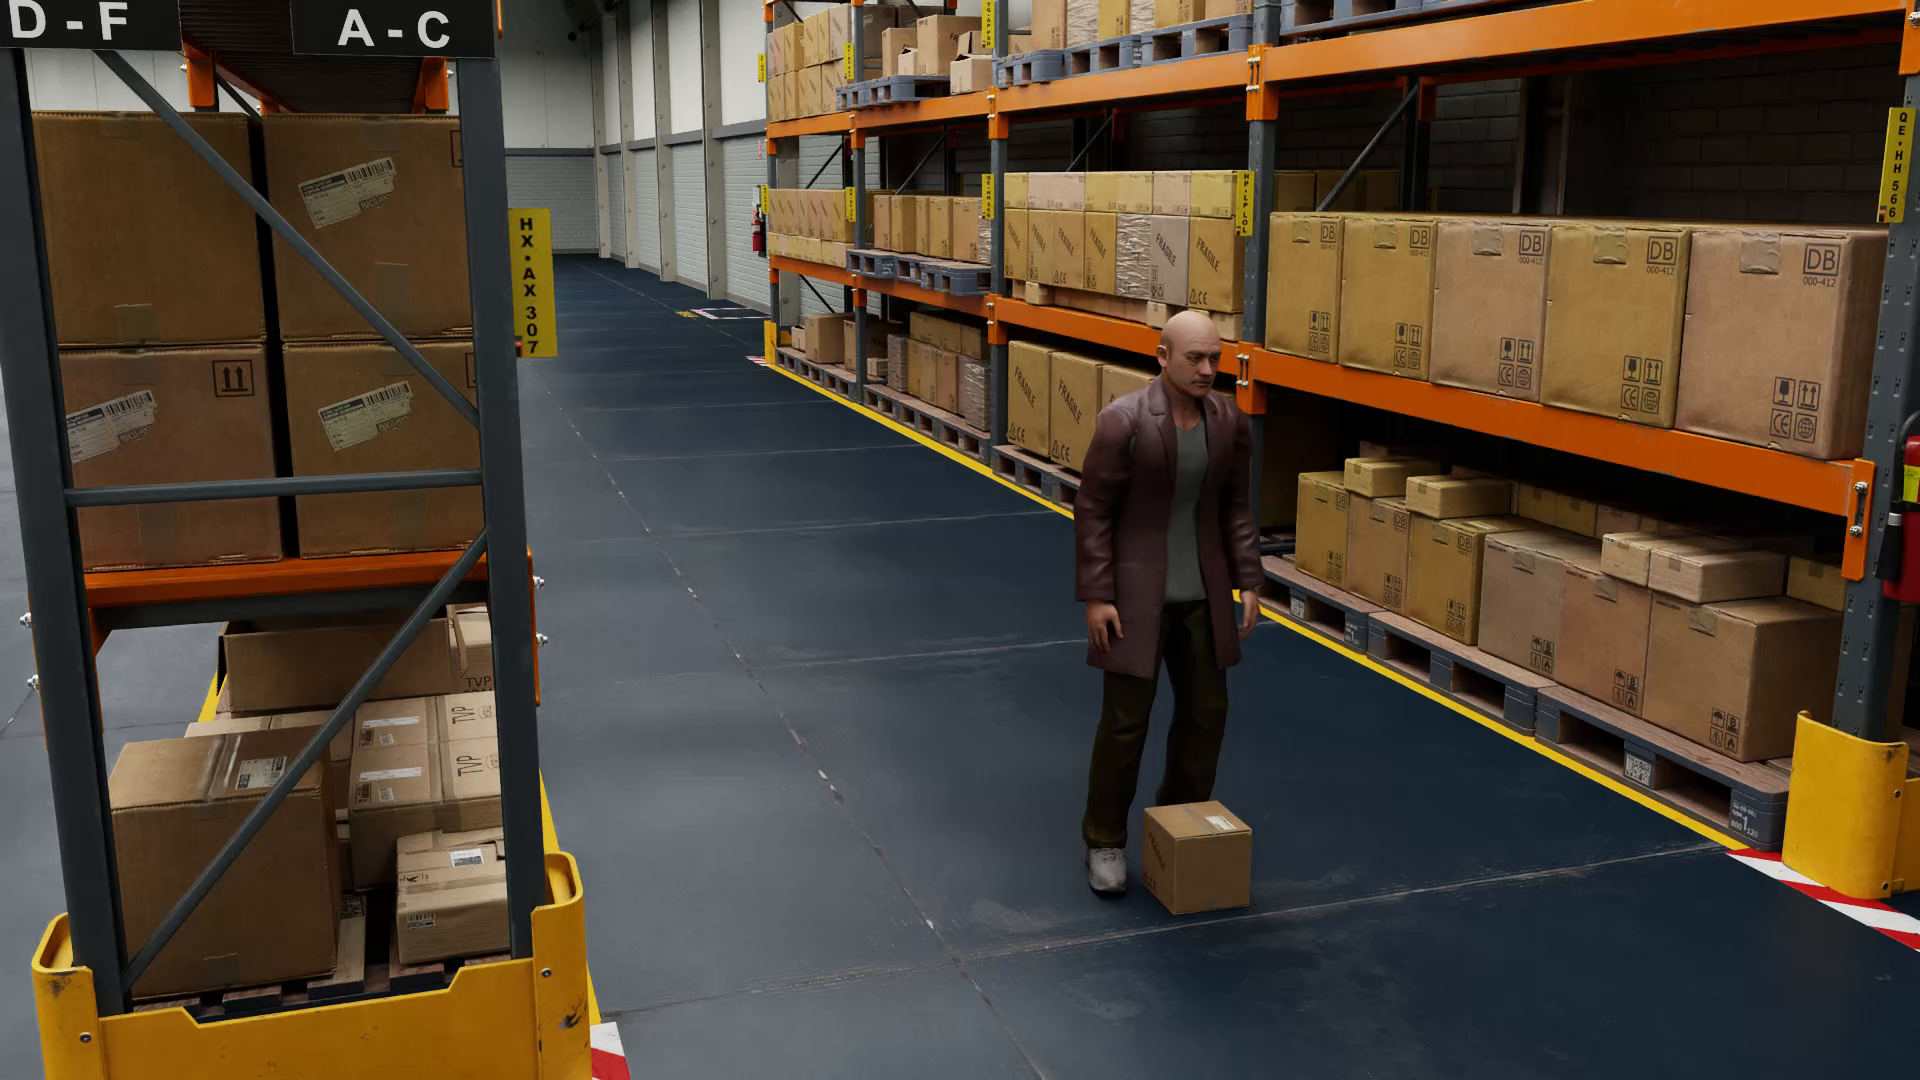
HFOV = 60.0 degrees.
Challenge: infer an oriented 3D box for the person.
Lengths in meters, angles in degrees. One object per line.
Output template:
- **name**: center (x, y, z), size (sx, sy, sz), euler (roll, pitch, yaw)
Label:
- **person**: center (0.654, 0.178, 5.178), size (0.654, 1.774, 0.421), euler (-5, 13, -21)
